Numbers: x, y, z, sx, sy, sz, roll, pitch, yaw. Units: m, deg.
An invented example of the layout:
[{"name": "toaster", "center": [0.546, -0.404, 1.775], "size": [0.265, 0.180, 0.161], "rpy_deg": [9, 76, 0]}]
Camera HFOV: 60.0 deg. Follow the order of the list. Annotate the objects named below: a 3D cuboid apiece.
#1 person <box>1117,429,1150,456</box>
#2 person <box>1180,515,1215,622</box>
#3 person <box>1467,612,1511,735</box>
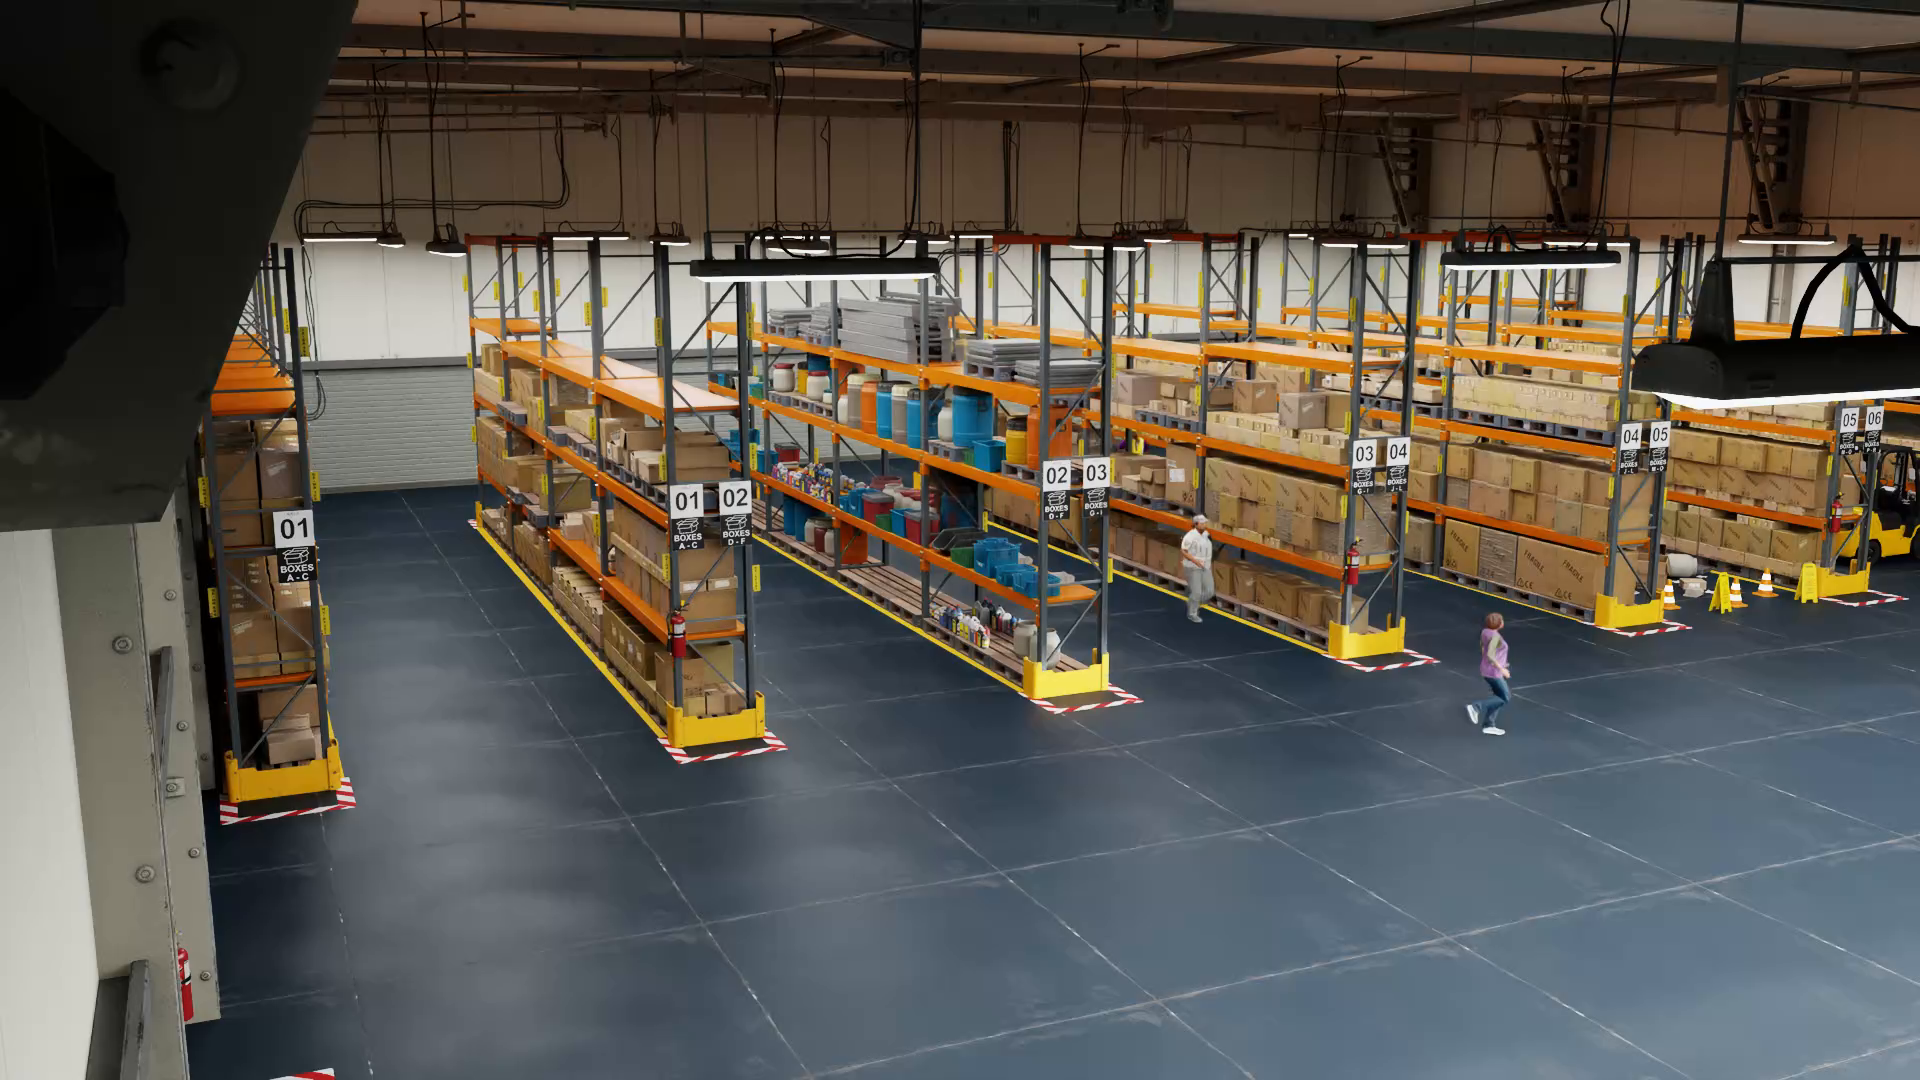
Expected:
[{"name": "person", "center": [3.890, -1.640, 36.923], "size": [0.676, 1.793, 0.909], "rpy_deg": [-4, 12, -18]}, {"name": "person", "center": [3.607, 0.442, 25.114], "size": [0.621, 1.672, 0.498], "rpy_deg": [-8, 13, -34]}, {"name": "person", "center": [6.542, 1.653, 20.566], "size": [0.549, 1.557, 0.538], "rpy_deg": [0, 11, 0]}]
